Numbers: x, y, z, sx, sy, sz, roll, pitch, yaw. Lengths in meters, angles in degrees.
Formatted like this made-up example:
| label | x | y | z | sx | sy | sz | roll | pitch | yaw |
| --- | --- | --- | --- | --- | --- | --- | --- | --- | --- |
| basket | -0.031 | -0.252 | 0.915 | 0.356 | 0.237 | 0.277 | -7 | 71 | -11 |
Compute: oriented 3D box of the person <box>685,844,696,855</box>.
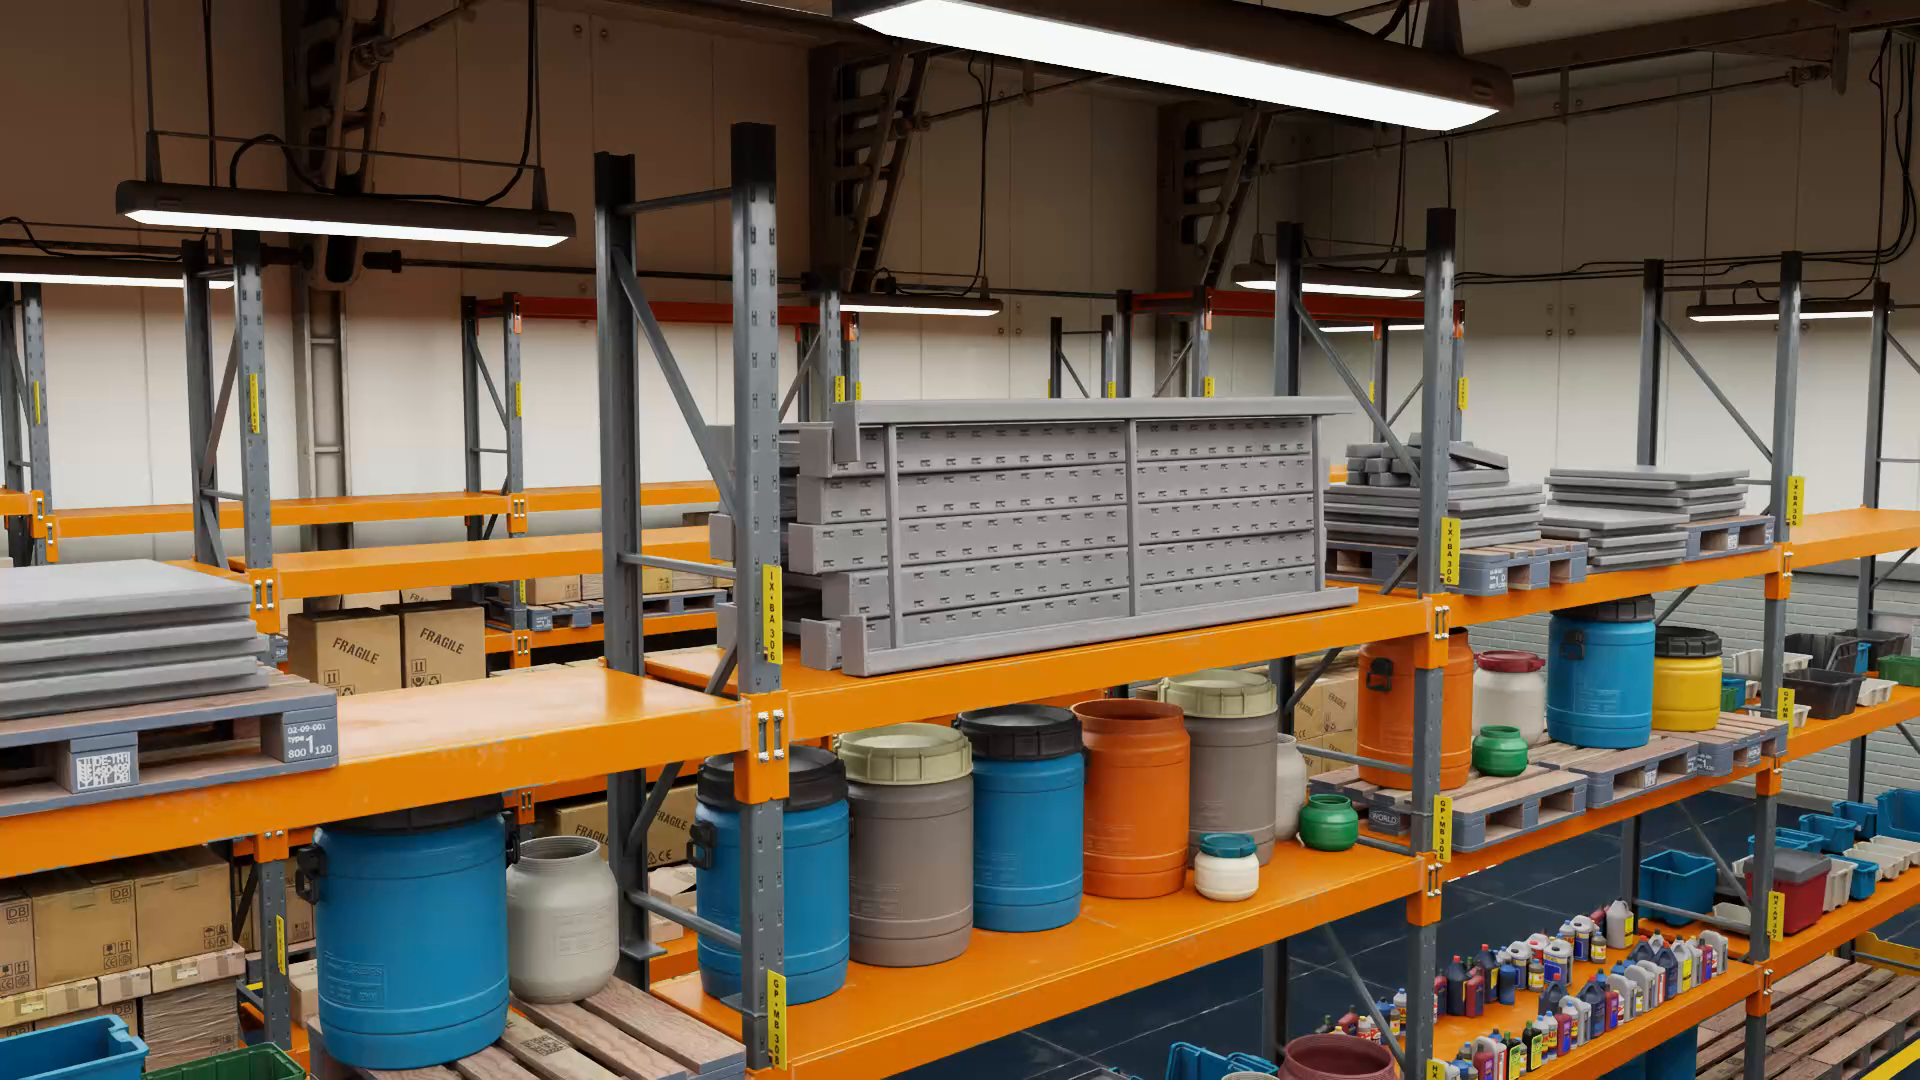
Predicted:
| label | x | y | z | sx | sy | sz | roll | pitch | yaw |
| --- | --- | --- | --- | --- | --- | --- | --- | --- | --- |
| person | -2.062 | 2.957 | 14.415 | 0.840 | 1.710 | 0.543 | -5 | 8 | -44 |
